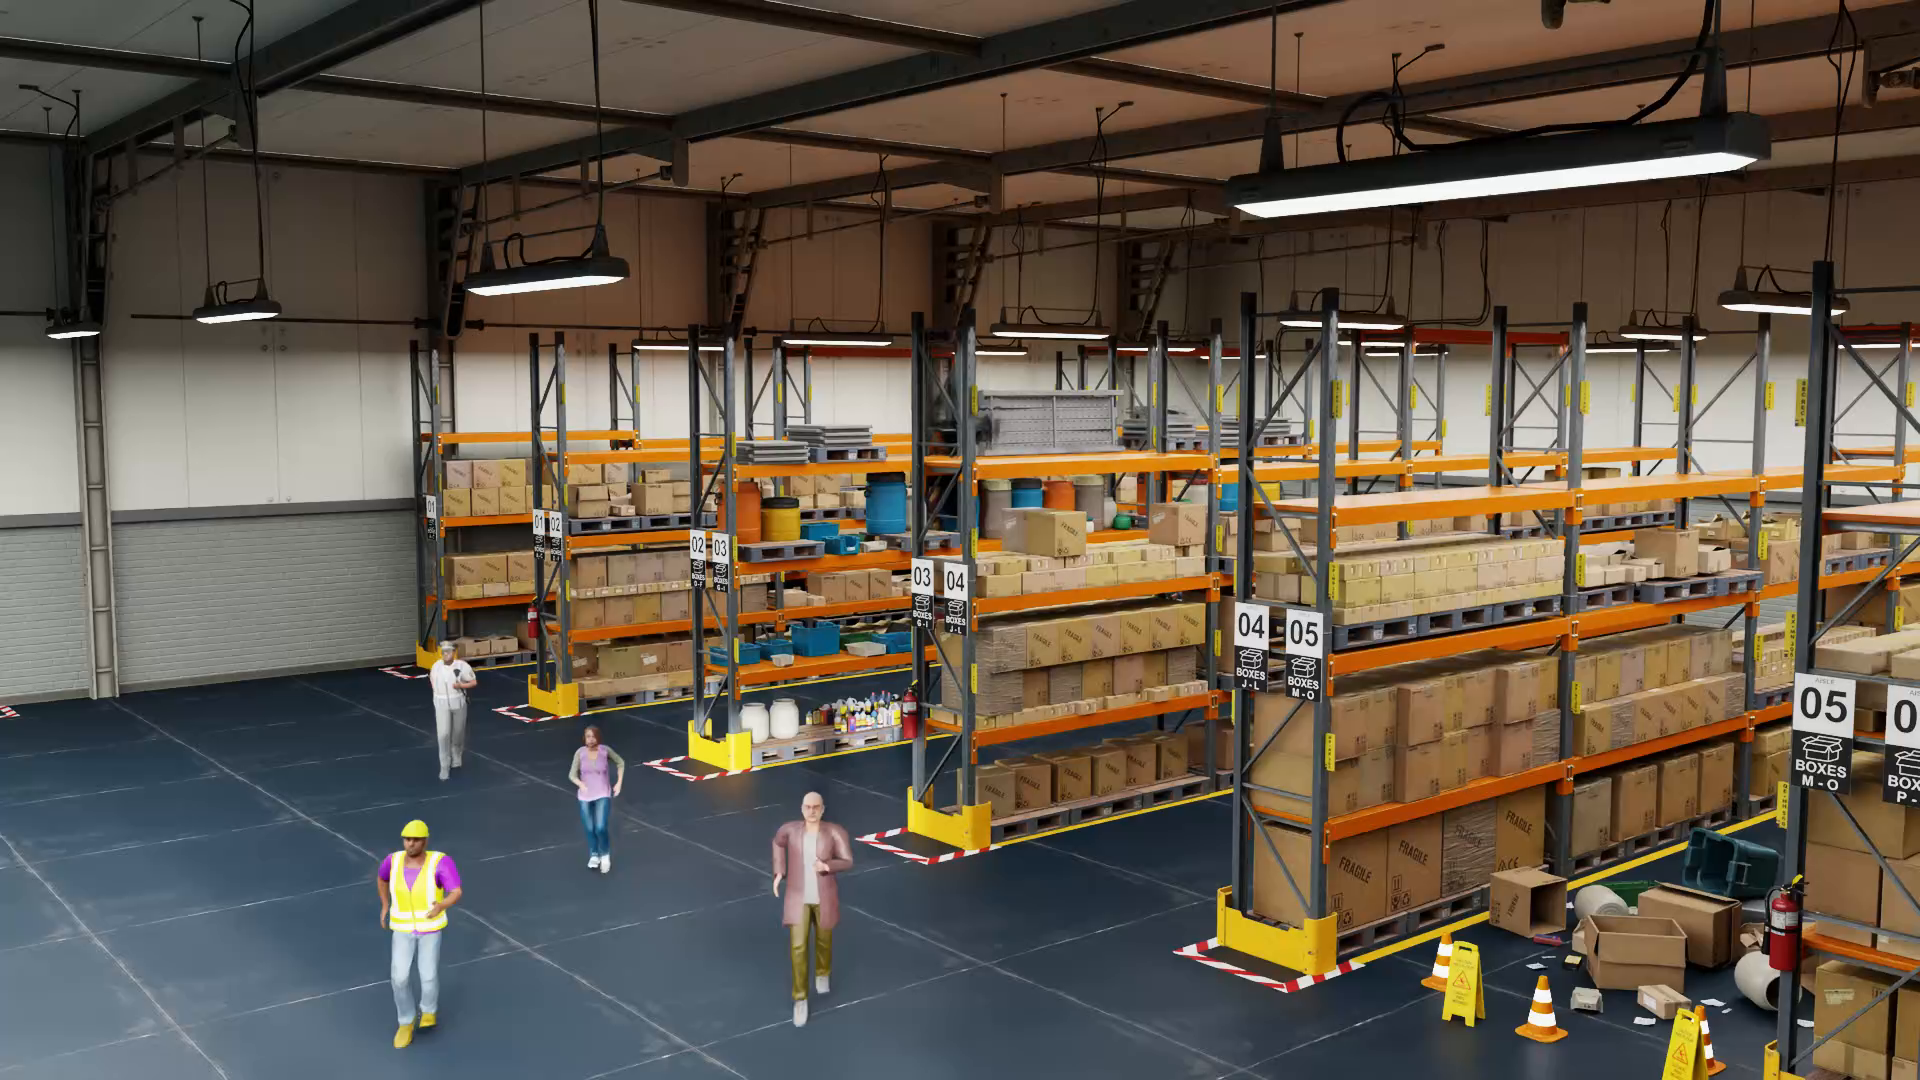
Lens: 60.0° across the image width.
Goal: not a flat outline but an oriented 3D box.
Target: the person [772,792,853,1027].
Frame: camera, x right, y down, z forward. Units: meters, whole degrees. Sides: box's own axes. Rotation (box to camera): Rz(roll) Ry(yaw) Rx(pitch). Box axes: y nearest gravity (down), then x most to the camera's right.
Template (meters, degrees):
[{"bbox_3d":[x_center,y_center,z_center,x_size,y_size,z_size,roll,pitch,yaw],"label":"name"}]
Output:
[{"bbox_3d":[-1.222,3.035,13.787,0.680,1.758,0.859,0,5,-4],"label":"person"}]

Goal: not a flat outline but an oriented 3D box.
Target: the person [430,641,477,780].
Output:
[{"bbox_3d":[-6.758,2.241,22.190,0.631,1.848,0.830,-1,5,-11],"label":"person"}]

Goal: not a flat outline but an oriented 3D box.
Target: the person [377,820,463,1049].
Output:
[{"bbox_3d":[-4.265,3.092,13.107,0.683,1.805,0.739,-1,5,-10],"label":"person"}]

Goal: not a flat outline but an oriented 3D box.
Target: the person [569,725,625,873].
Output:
[{"bbox_3d":[-3.848,2.749,17.595,0.559,1.592,0.639,0,5,-4],"label":"person"}]
